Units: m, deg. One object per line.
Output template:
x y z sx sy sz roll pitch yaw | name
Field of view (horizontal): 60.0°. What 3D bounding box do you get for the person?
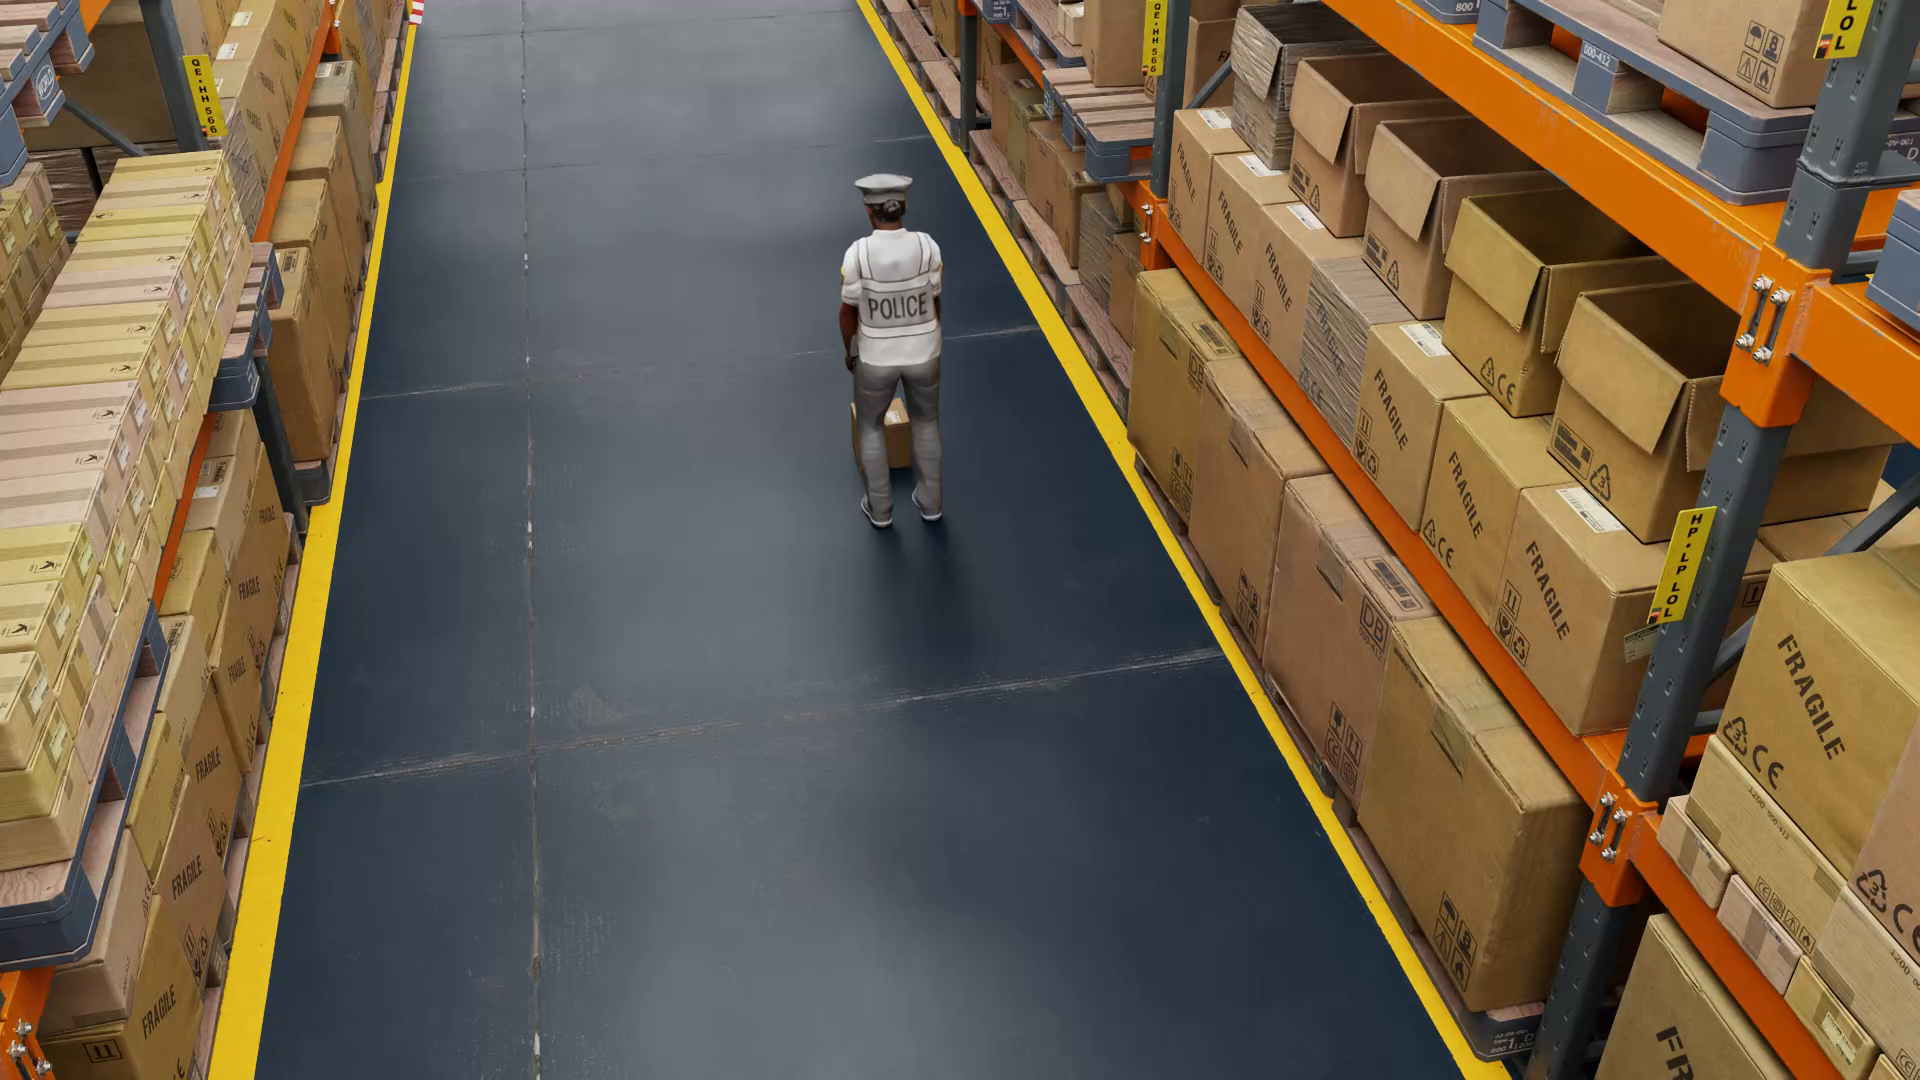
-0.303 -0.809 7.348 0.448 1.641 0.394 -7 35 -9 | person
